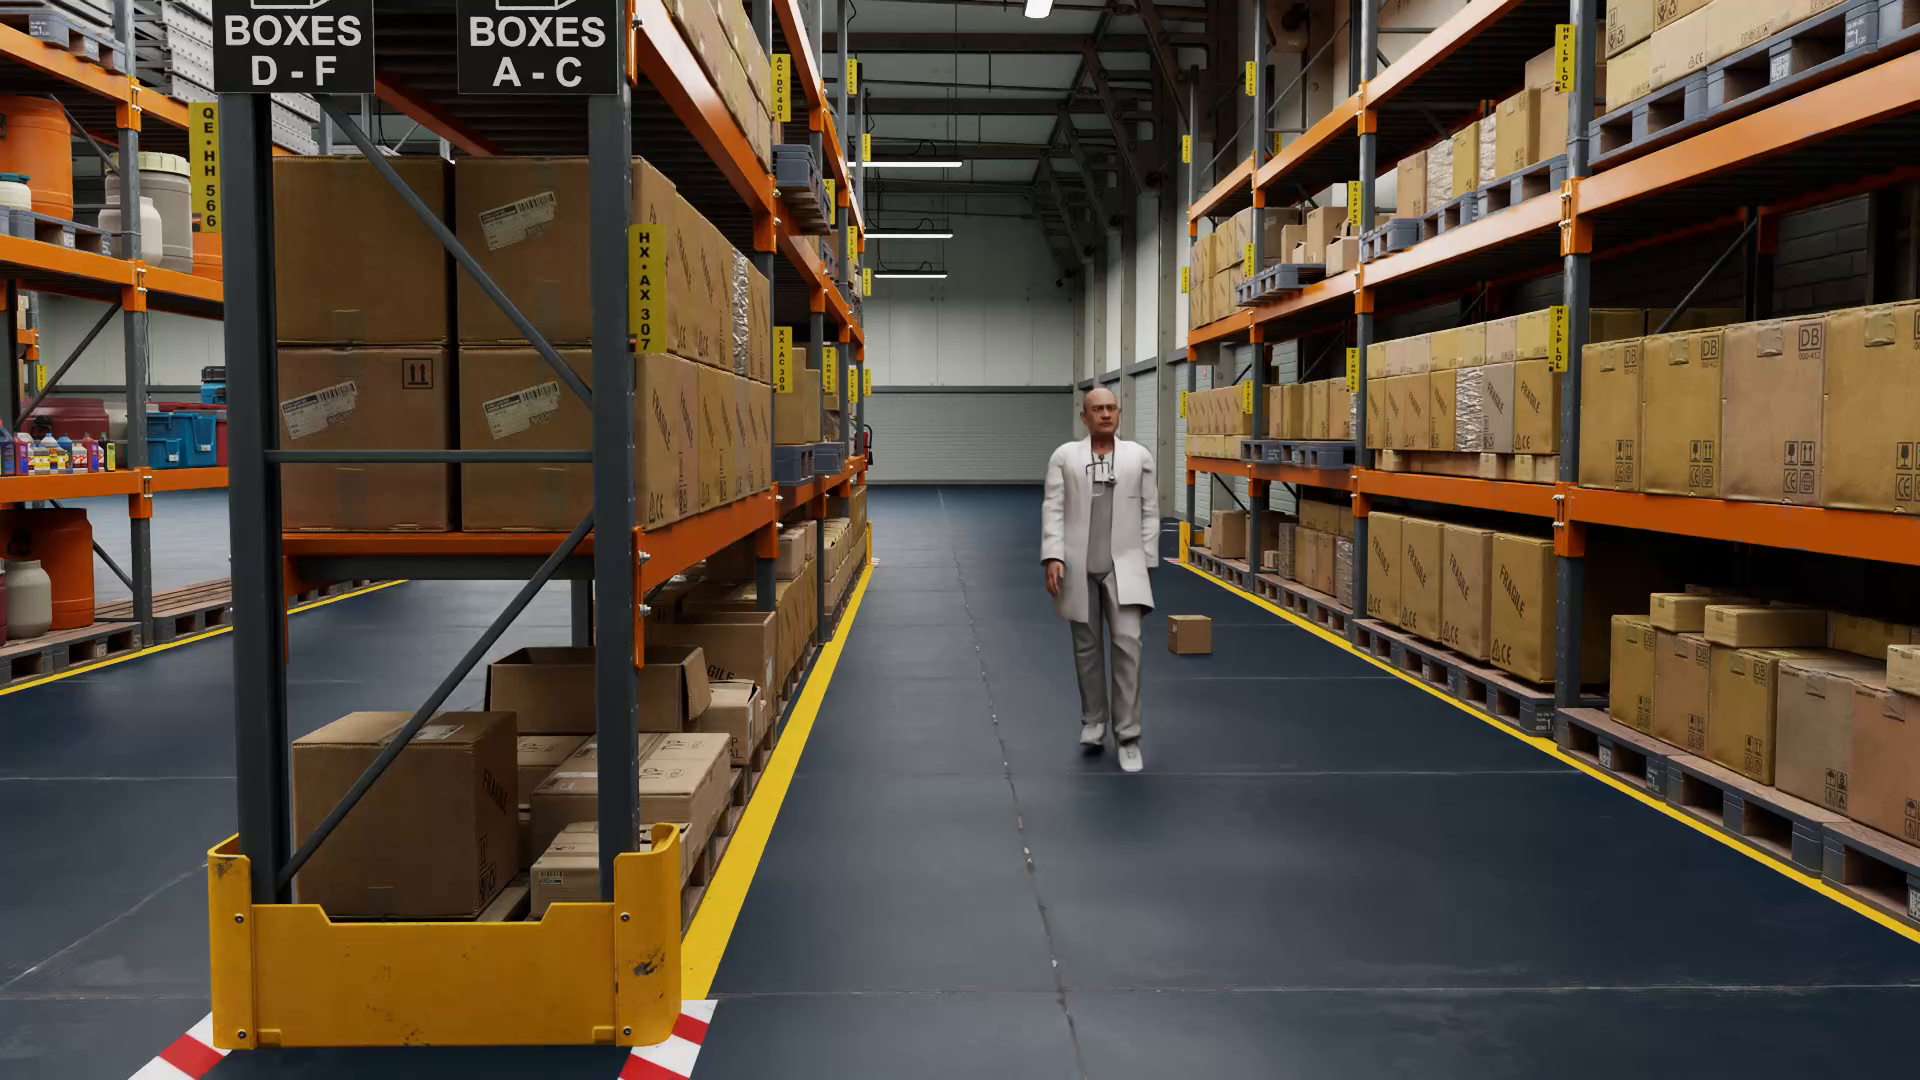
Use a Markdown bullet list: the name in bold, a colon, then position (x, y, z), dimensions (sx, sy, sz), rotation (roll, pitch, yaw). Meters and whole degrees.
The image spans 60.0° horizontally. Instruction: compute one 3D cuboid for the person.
- **person**: position (0.672, 0.184, 8.040), dimensions (0.571, 1.842, 0.724), rotation (1, 4, 8)
